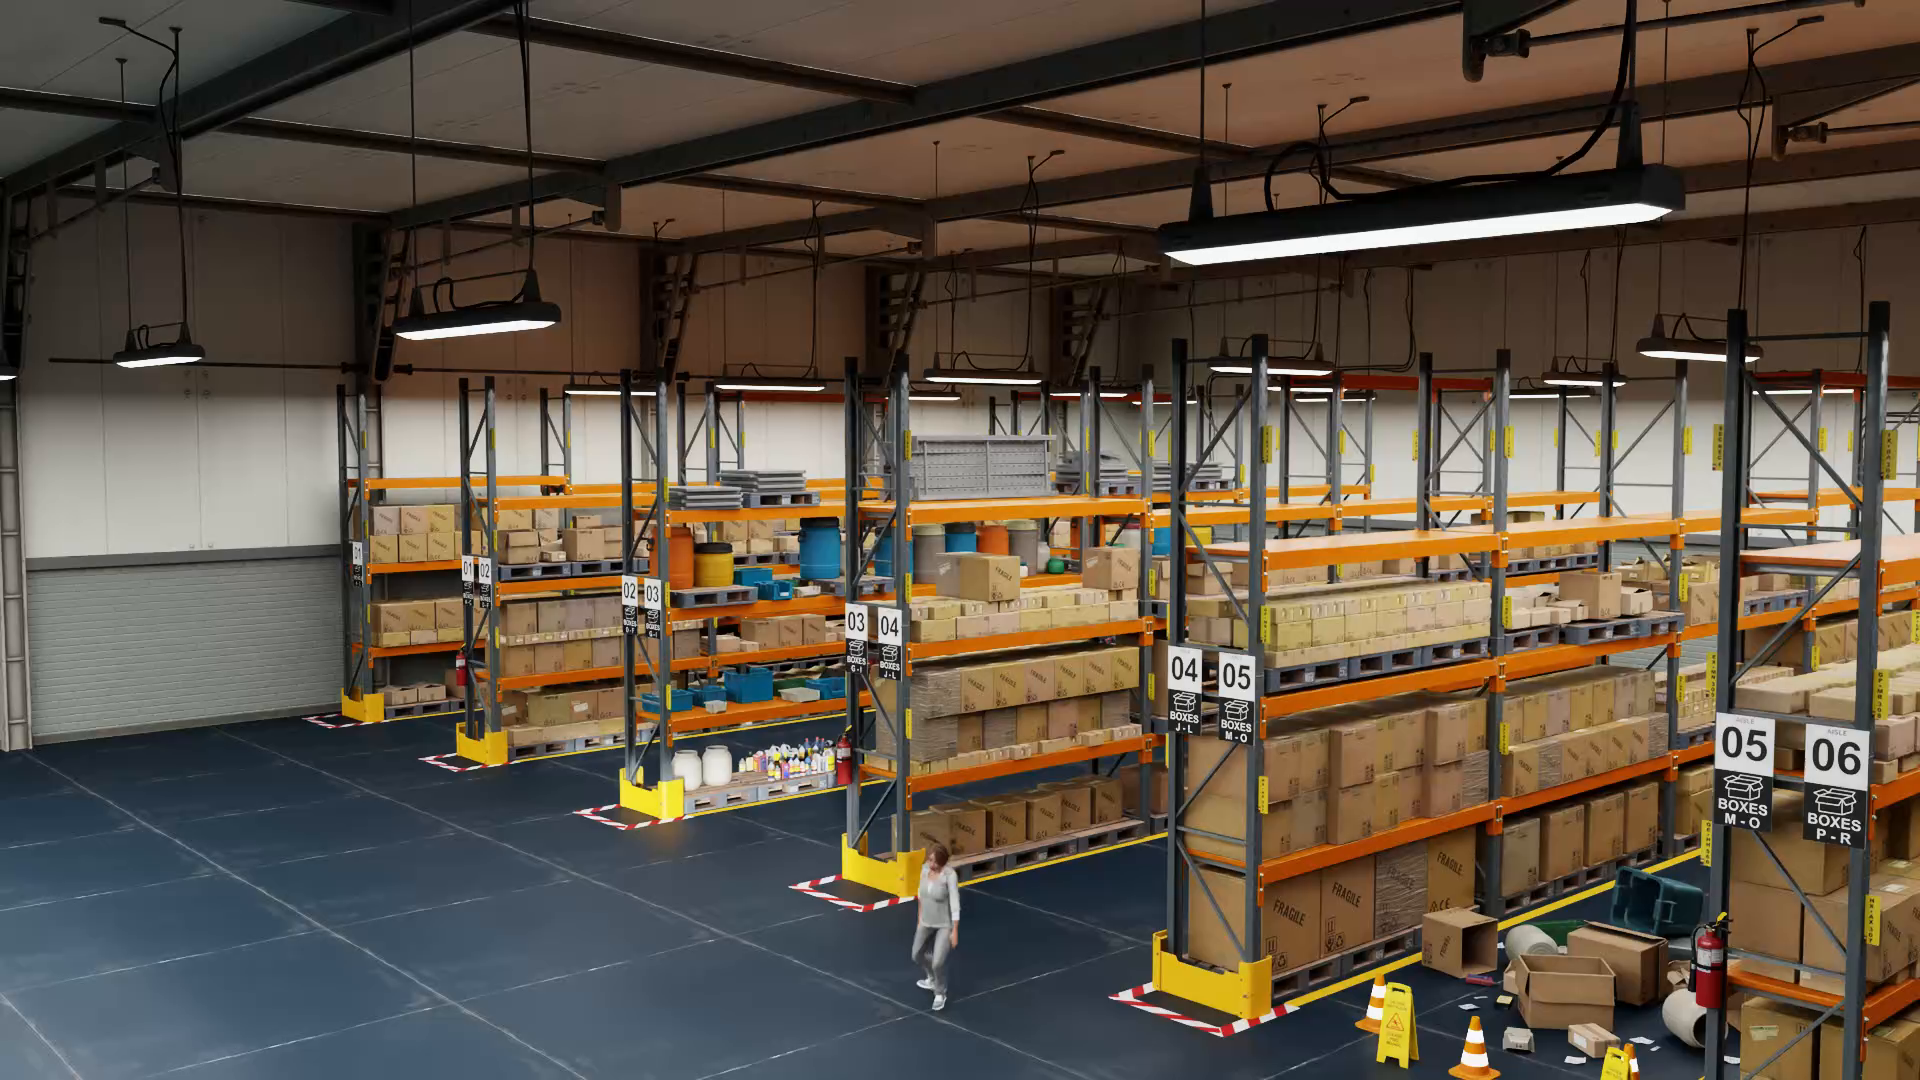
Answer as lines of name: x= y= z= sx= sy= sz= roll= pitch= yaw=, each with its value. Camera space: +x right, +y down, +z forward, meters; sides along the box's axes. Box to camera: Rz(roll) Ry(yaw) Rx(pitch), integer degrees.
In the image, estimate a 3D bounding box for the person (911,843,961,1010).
person: x=-0.201 y=3.427 z=14.905 sx=0.664 sy=1.540 sz=0.555 roll=2 pitch=4 yaw=33
